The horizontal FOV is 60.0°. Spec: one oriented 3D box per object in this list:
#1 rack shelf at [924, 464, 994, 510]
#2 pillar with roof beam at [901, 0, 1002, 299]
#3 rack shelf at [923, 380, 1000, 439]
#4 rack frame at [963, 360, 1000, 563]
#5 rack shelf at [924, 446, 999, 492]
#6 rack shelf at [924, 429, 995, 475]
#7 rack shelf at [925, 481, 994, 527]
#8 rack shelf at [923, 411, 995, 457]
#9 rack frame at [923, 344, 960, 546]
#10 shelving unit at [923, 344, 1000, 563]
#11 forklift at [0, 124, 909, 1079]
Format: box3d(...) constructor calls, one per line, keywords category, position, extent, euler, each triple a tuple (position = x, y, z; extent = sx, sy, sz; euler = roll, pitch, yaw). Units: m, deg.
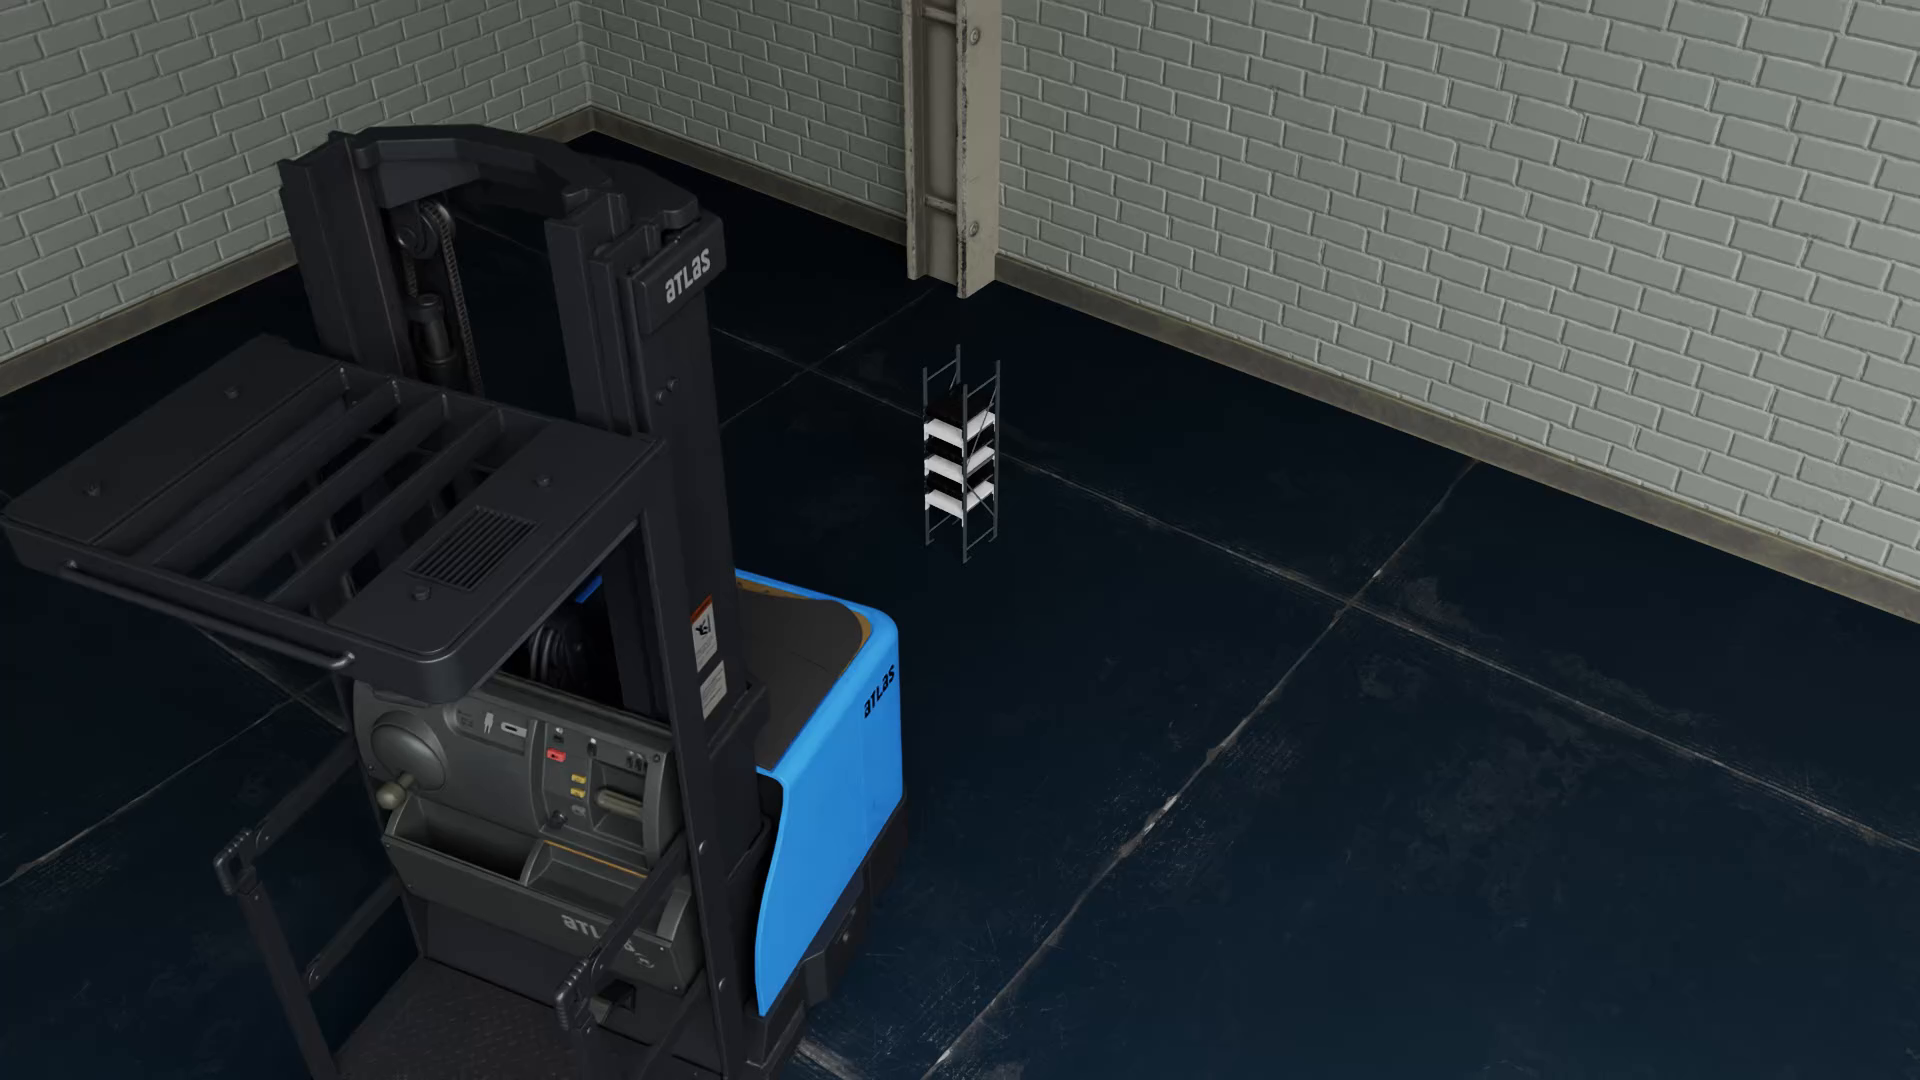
box3d(category="rack shelf", position=(0.006, -0.254, 7.045), extent=(0.200, 0.077, 0.258), euler=(25, 45, 29))
box3d(category="pillar with roof beam", position=(-2.657, -2.873, 3.620), extent=(0.400, 9.000, 9.100), euler=(25, 45, 29))
box3d(category="rack shelf", position=(0.006, -0.538, 6.823), extent=(0.200, 0.077, 0.258), euler=(25, 45, 29))
box3d(category="rack frame", position=(0.087, -0.313, 6.920), extent=(0.006, 0.900, 0.240), euler=(25, 45, 29))
box3d(category="rack shelf", position=(0.006, -0.325, 6.989), extent=(0.200, 0.077, 0.258), euler=(25, 45, 29))
box3d(category="rack shelf", position=(0.006, -0.396, 6.934), extent=(0.200, 0.077, 0.258), euler=(25, 45, 29))
box3d(category="rack shelf", position=(0.006, -0.183, 7.100), extent=(0.200, 0.077, 0.258), euler=(25, 45, 29))
box3d(category="rack shelf", position=(0.006, -0.467, 6.878), extent=(0.200, 0.077, 0.258), euler=(25, 45, 29))
box3d(category="rack frame", position=(-0.074, -0.389, 7.017), extent=(0.006, 0.900, 0.240), euler=(25, 45, 29))
box3d(category="shelving unit", position=(0.006, -0.351, 6.969), extent=(0.210, 0.900, 0.258), euler=(25, 45, 29))
box3d(category="forklift", position=(-1.232, 0.637, 4.059), extent=(1.130, 2.935, 3.031), euler=(15, 41, 18))
